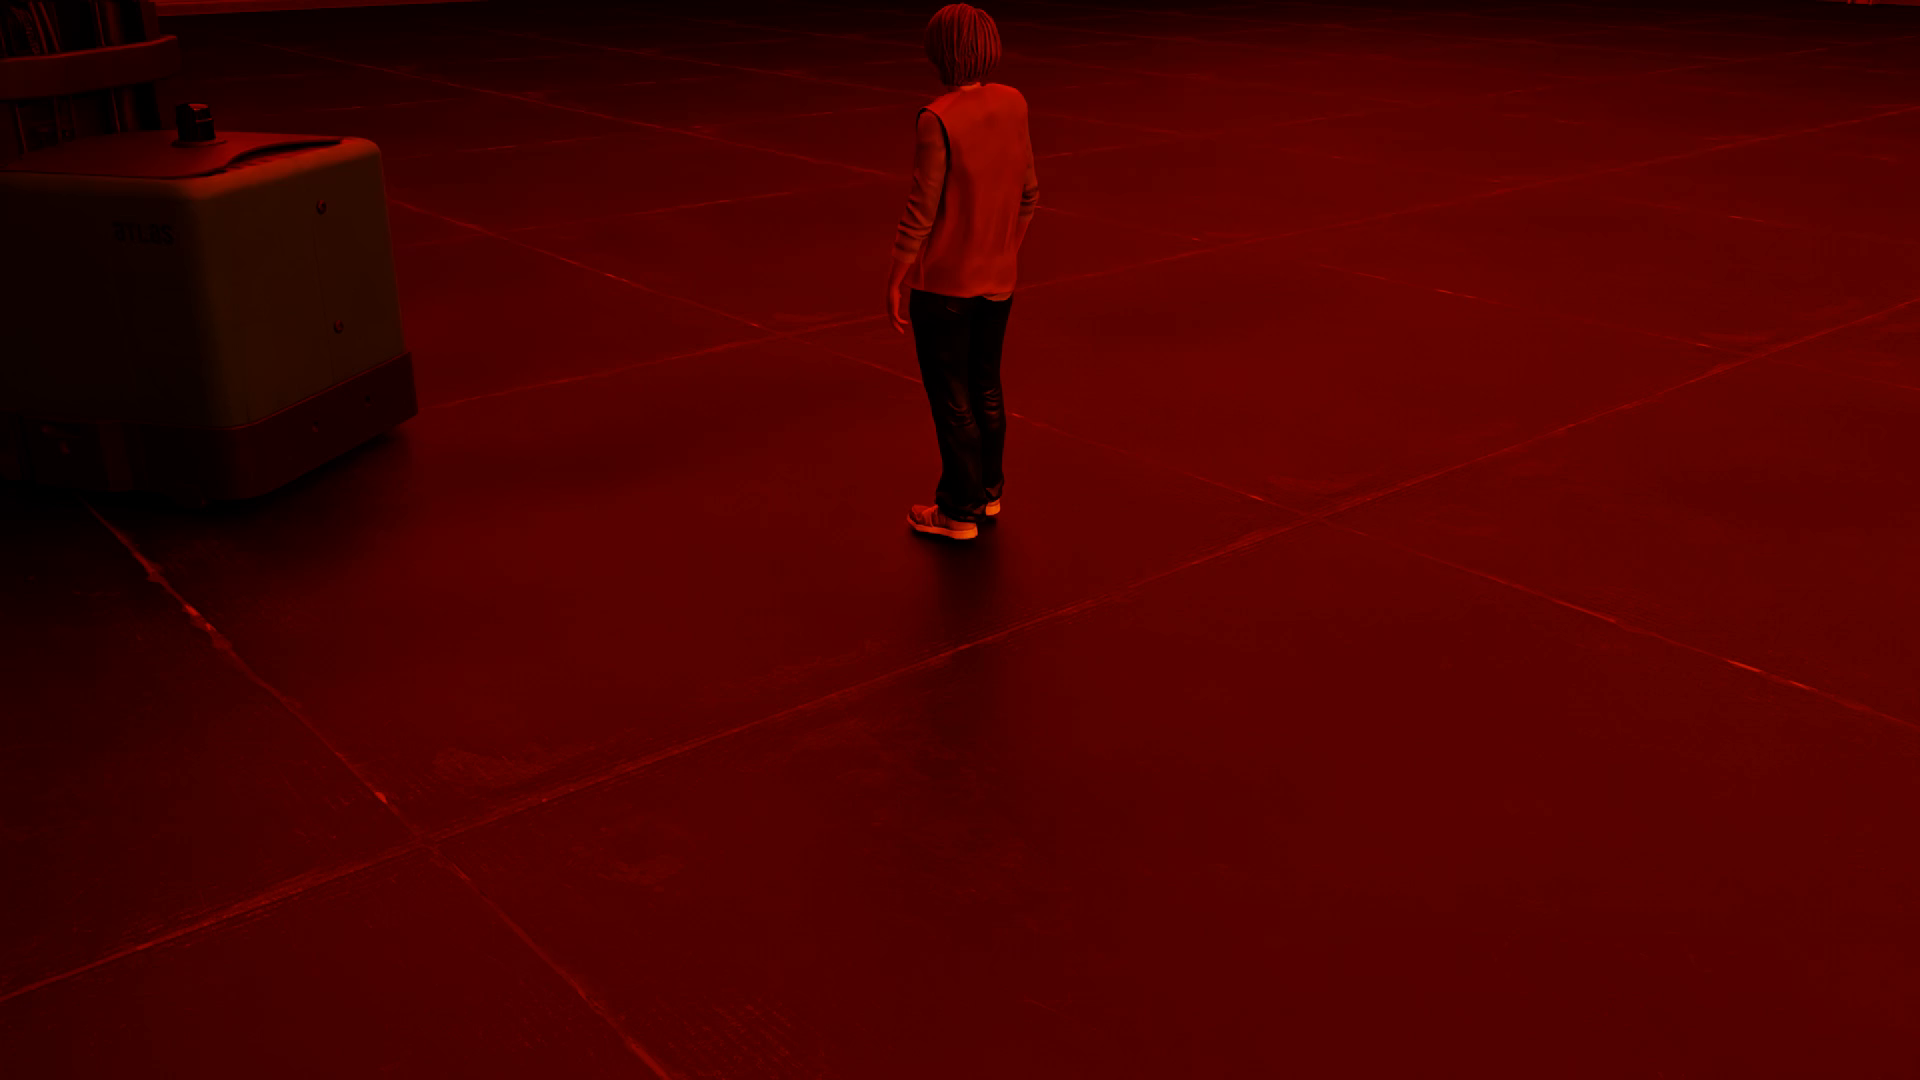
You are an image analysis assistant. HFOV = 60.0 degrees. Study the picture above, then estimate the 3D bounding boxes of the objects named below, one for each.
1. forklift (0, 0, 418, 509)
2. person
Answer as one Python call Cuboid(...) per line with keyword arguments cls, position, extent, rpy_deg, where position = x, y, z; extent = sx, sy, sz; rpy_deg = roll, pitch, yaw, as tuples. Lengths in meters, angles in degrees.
Cuboid(cls="forklift", position=(-3.587, -1.745, 5.607), extent=(3.031, 2.935, 1.130), rpy_deg=(6, 22, 14))
Cuboid(cls="person", position=(-0.037, -0.772, 4.953), extent=(0.520, 1.596, 0.476), rpy_deg=(-17, 28, -37))
